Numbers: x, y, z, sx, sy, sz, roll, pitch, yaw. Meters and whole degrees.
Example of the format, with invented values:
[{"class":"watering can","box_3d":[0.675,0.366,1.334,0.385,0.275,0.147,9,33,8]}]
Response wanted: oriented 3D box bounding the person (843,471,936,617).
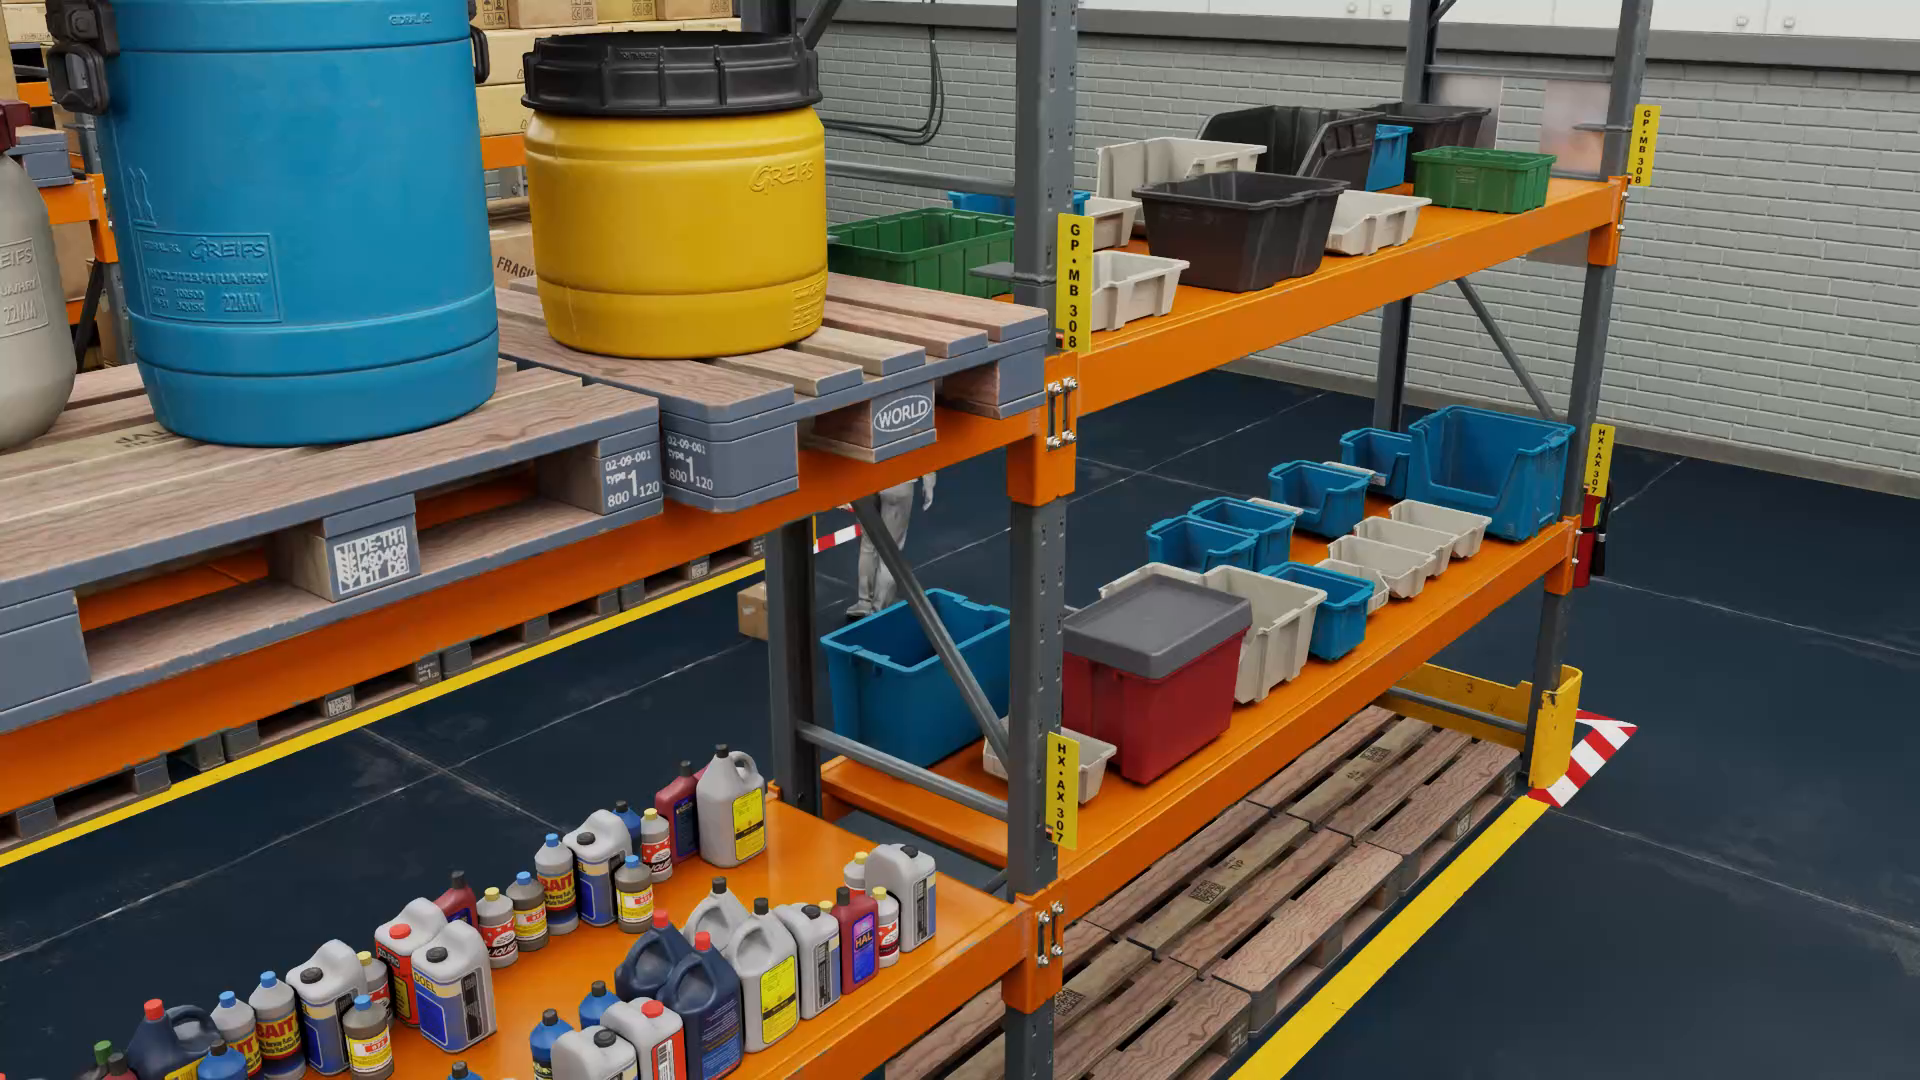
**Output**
[{"class":"person","box_3d":[-0.437,-0.272,9.321,0.580,1.719,0.491,7,21,18]}]
